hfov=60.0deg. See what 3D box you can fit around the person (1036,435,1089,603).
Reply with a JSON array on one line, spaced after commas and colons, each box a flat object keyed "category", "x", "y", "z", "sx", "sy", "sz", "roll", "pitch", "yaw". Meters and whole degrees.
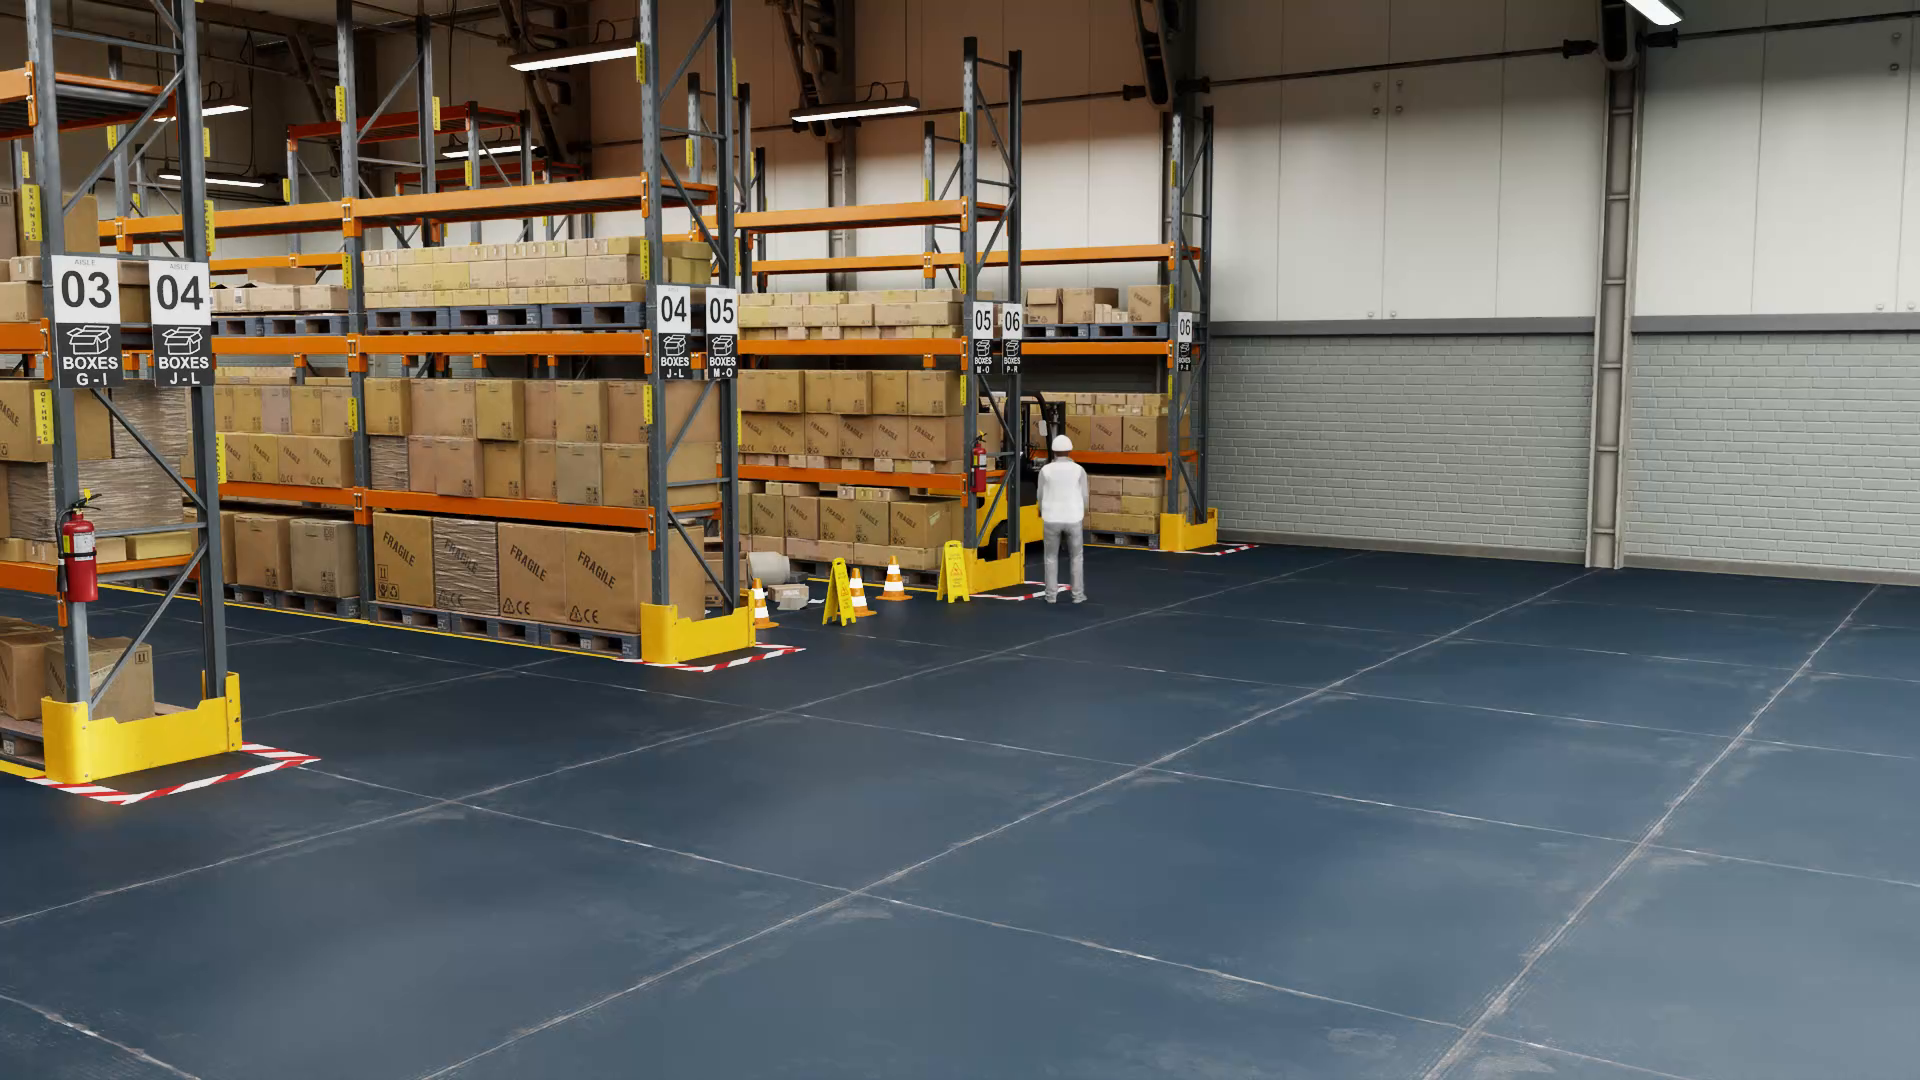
[{"category": "person", "x": 1.087, "y": -0.222, "z": 17.647, "sx": 0.553, "sy": 1.778, "sz": 0.434, "roll": 1, "pitch": 6, "yaw": 5}]
